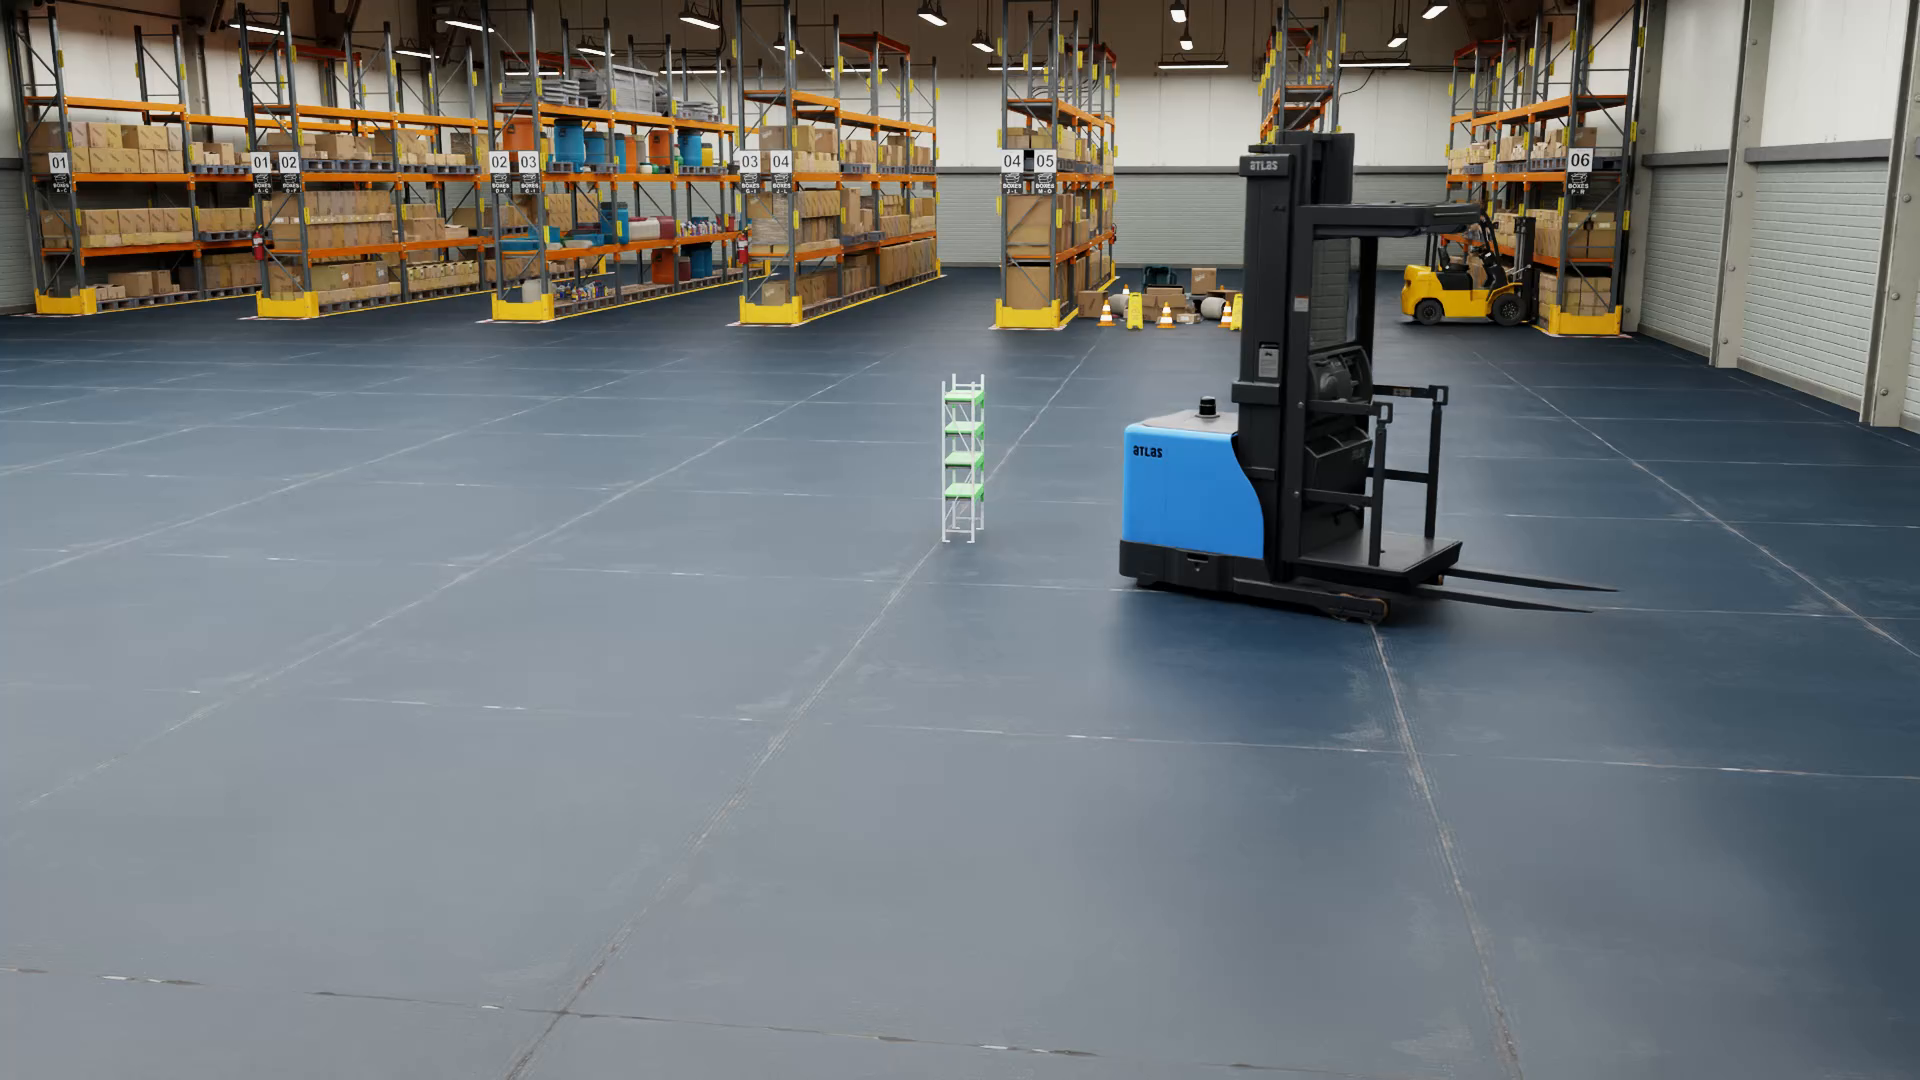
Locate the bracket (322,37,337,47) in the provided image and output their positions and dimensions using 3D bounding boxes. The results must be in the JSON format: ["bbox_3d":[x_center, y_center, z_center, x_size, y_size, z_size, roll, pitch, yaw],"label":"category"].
[{"bbox_3d":[-16.921,-13.366,44.612,0.235,0.232,0.430,2,12,9],"label":"bracket"}]

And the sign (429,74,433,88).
[{"bbox_3d":[-12.718,-11.050,40.000,0.100,0.325,0.005,2,12,9],"label":"sign"}]

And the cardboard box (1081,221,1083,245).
[{"bbox_3d":[2.380,-6.629,35.894,0.500,0.500,0.500,2,12,8],"label":"cardboard box"}]

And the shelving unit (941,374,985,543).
[{"bbox_3d":[0.025,-0.621,12.527,0.258,1.200,0.503,2,12,9],"label":"shelving unit"}]

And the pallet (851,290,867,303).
[{"bbox_3d":[-2.705,-5.505,37.537,1.003,0.211,1.213,2,12,9],"label":"pallet"}]

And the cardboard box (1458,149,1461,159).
[{"bbox_3d":[12.989,-9.850,42.423,0.500,0.250,0.500,2,12,10],"label":"cardboard box"}]

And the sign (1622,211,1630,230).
[{"bbox_3d":[11.621,-5.580,29.024,0.100,0.325,0.005,2,12,9],"label":"sign"}]

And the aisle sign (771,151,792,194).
[{"bbox_3d":[-3.336,-6.867,31.067,0.394,0.787,0.004,2,12,9],"label":"aisle sign"}]

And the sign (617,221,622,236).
[{"bbox_3d":[-7.360,-6.727,35.932,0.100,0.325,0.005,2,12,9],"label":"sign"}]

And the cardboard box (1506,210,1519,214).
[{"bbox_3d":[12.538,-7.159,37.360,0.500,0.500,0.500,2,12,11],"label":"cardboard box"}]

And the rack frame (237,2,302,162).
[{"bbox_3d":[-13.411,-8.873,32.307,1.000,3.000,0.127,2,12,9],"label":"rack frame"}]

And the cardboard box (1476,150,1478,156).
[{"bbox_3d":[12.310,-9.060,38.951,0.380,0.149,0.250,2,12,9],"label":"cardboard box"}]

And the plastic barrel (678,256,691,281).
[{"bbox_3d":[-7.055,-6.809,41.694,0.600,0.588,0.708,2,12,9],"label":"plastic barrel"}]

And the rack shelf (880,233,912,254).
[{"bbox_3d":[-2.085,-7.349,41.181,1.077,0.370,4.000,2,12,9],"label":"rack shelf"}]

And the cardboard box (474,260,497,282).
[{"bbox_3d":[-11.828,-6.685,41.280,0.500,0.500,0.500,2,12,11],"label":"cardboard box"}]

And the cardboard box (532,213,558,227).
[{"bbox_3d":[-11.218,-8.585,44.971,0.500,0.500,0.500,2,12,10],"label":"cardboard box"}]

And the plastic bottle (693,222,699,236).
[{"bbox_3d":[-6.659,-7.822,41.786,0.144,0.351,0.185,2,12,9],"label":"plastic bottle"}]

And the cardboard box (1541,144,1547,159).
[{"bbox_3d":[11.161,-7.326,31.332,0.396,0.266,0.258,2,12,7],"label":"cardboard box"}]

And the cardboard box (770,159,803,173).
[{"bbox_3d":[-3.294,-7.104,31.572,0.500,0.250,0.500,2,12,10],"label":"cardboard box"}]

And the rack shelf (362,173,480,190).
[{"bbox_3d":[-12.488,-8.304,38.494,1.077,0.370,4.000,2,12,9],"label":"rack shelf"}]

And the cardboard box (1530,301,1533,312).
[{"bbox_3d":[11.064,-4.423,31.426,0.500,0.250,0.500,2,12,10],"label":"cardboard box"}]

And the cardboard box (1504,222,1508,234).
[{"bbox_3d":[11.765,-6.570,35.028,0.500,0.250,0.500,2,12,9],"label":"cardboard box"}]

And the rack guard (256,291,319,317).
[{"bbox_3d":[-13.415,-4.714,33.179,1.175,0.500,0.348,2,12,9],"label":"rack guard"}]

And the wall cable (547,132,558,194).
[{"bbox_3d":[-14.623,-12.012,54.239,3.097,2.526,0.112,2,12,9],"label":"wall cable"}]

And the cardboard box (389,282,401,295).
[{"bbox_3d":[-12.651,-5.531,36.567,0.500,0.250,0.500,2,12,9],"label":"cardboard box"}]

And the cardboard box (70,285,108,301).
[{"bbox_3d":[-18.111,-5.142,34.572,0.500,0.311,0.500,0,12,2],"label":"cardboard box"}]

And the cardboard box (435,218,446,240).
[{"bbox_3d":[-12.423,-7.305,39.032,0.500,0.500,0.500,1,12,6],"label":"cardboard box"}]

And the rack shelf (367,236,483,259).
[{"bbox_3d":[-12.488,-6.838,38.810,1.077,0.370,4.000,2,12,9],"label":"rack shelf"}]

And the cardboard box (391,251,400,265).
[{"bbox_3d":[-16.164,-7.839,46.682,0.700,0.500,0.500,2,12,8],"label":"cardboard box"}]

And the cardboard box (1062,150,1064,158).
[{"bbox_3d":[1.748,-7.254,31.274,0.380,0.149,0.250,2,12,9],"label":"cardboard box"}]

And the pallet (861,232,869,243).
[{"bbox_3d":[-2.657,-6.777,37.275,1.003,0.211,1.213,2,12,9],"label":"pallet"}]

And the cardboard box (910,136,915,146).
[{"bbox_3d":[-1.483,-10.665,44.491,0.500,0.250,0.500,1,12,7],"label":"cardboard box"}]

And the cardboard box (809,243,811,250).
[{"bbox_3d":[-3.158,-5.808,32.920,0.380,0.149,0.250,2,12,9],"label":"cardboard box"}]

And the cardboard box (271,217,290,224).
[{"bbox_3d":[-13.541,-6.392,33.258,0.380,0.149,0.250,2,12,8],"label":"cardboard box"}]

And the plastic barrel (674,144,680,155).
[{"bbox_3d":[-7.163,-9.557,41.278,0.433,0.535,0.433,0,12,0],"label":"plastic barrel"}]

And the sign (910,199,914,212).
[{"bbox_3d":[-1.240,-8.629,42.851,0.100,0.325,0.005,2,12,9],"label":"sign"}]

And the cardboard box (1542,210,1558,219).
[{"bbox_3d":[11.227,-6.154,31.447,0.380,0.149,0.250,2,12,8],"label":"cardboard box"}]

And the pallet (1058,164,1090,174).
[{"bbox_3d":[2.277,-8.108,36.323,1.003,0.211,1.213,2,12,11],"label":"pallet"}]

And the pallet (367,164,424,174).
[{"bbox_3d":[-12.673,-8.330,37.361,0.805,0.209,1.217,1,12,6],"label":"pallet"}]

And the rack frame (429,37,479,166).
[{"bbox_3d":[-12.181,-10.539,40.034,1.000,3.000,0.127,2,12,9],"label":"rack frame"}]

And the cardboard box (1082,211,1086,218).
[{"bbox_3d":[2.756,-7.567,38.671,0.380,0.149,0.250,2,12,9],"label":"cardboard box"}]

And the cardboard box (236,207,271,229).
[{"bbox_3d":[-17.198,-7.814,40.351,0.700,0.500,0.500,1,12,3],"label":"cardboard box"}]

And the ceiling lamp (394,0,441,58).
[{"bbox_3d":[-13.817,-14.120,42.796,0.800,3.185,2.000,2,12,9],"label":"ceiling lamp"}]

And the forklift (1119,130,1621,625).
[{"bbox_3d":[2.566,-1.043,10.376,3.031,2.935,1.130,8,15,34],"label":"forklift"}]

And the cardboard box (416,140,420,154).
[{"bbox_3d":[-15.776,-11.180,47.471,0.500,0.500,0.500,2,12,10],"label":"cardboard box"}]

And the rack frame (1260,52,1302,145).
[{"bbox_3d":[8.630,-11.561,44.779,1.000,3.000,0.127,2,12,9],"label":"rack frame"}]

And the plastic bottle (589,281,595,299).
[{"bbox_3d":[-7.796,-5.282,35.124,0.144,0.351,0.185,2,12,8],"label":"plastic bottle"}]

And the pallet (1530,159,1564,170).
[{"bbox_3d":[11.584,-7.215,31.943,1.003,0.211,1.213,2,12,9],"label":"pallet"}]

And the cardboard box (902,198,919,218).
[{"bbox_3d":[-1.368,-8.749,43.841,0.500,0.500,0.500,2,12,9],"label":"cardboard box"}]

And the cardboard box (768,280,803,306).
[{"bbox_3d":[-3.453,-4.857,32.848,0.500,0.500,0.500,5,13,23],"label":"cardboard box"}]

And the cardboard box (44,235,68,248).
[{"bbox_3d":[-18.426,-6.140,34.174,0.500,0.250,0.500,2,12,9],"label":"cardboard box"}]

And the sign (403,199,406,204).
[{"bbox_3d":[-16.393,-9.912,49.124,0.100,0.325,0.005,2,12,9],"label":"sign"}]

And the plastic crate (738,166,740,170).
[{"bbox_3d":[-6.391,-10.441,47.013,0.497,0.269,0.590,2,12,9],"label":"plastic crate"}]

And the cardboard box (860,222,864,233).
[{"bbox_3d":[-2.383,-7.068,37.492,0.396,0.266,0.258,2,12,7],"label":"cardboard box"}]

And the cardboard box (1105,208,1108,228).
[{"bbox_3d":[3.615,-8.431,43.552,0.500,0.500,0.500,2,12,7],"label":"cardboard box"}]
